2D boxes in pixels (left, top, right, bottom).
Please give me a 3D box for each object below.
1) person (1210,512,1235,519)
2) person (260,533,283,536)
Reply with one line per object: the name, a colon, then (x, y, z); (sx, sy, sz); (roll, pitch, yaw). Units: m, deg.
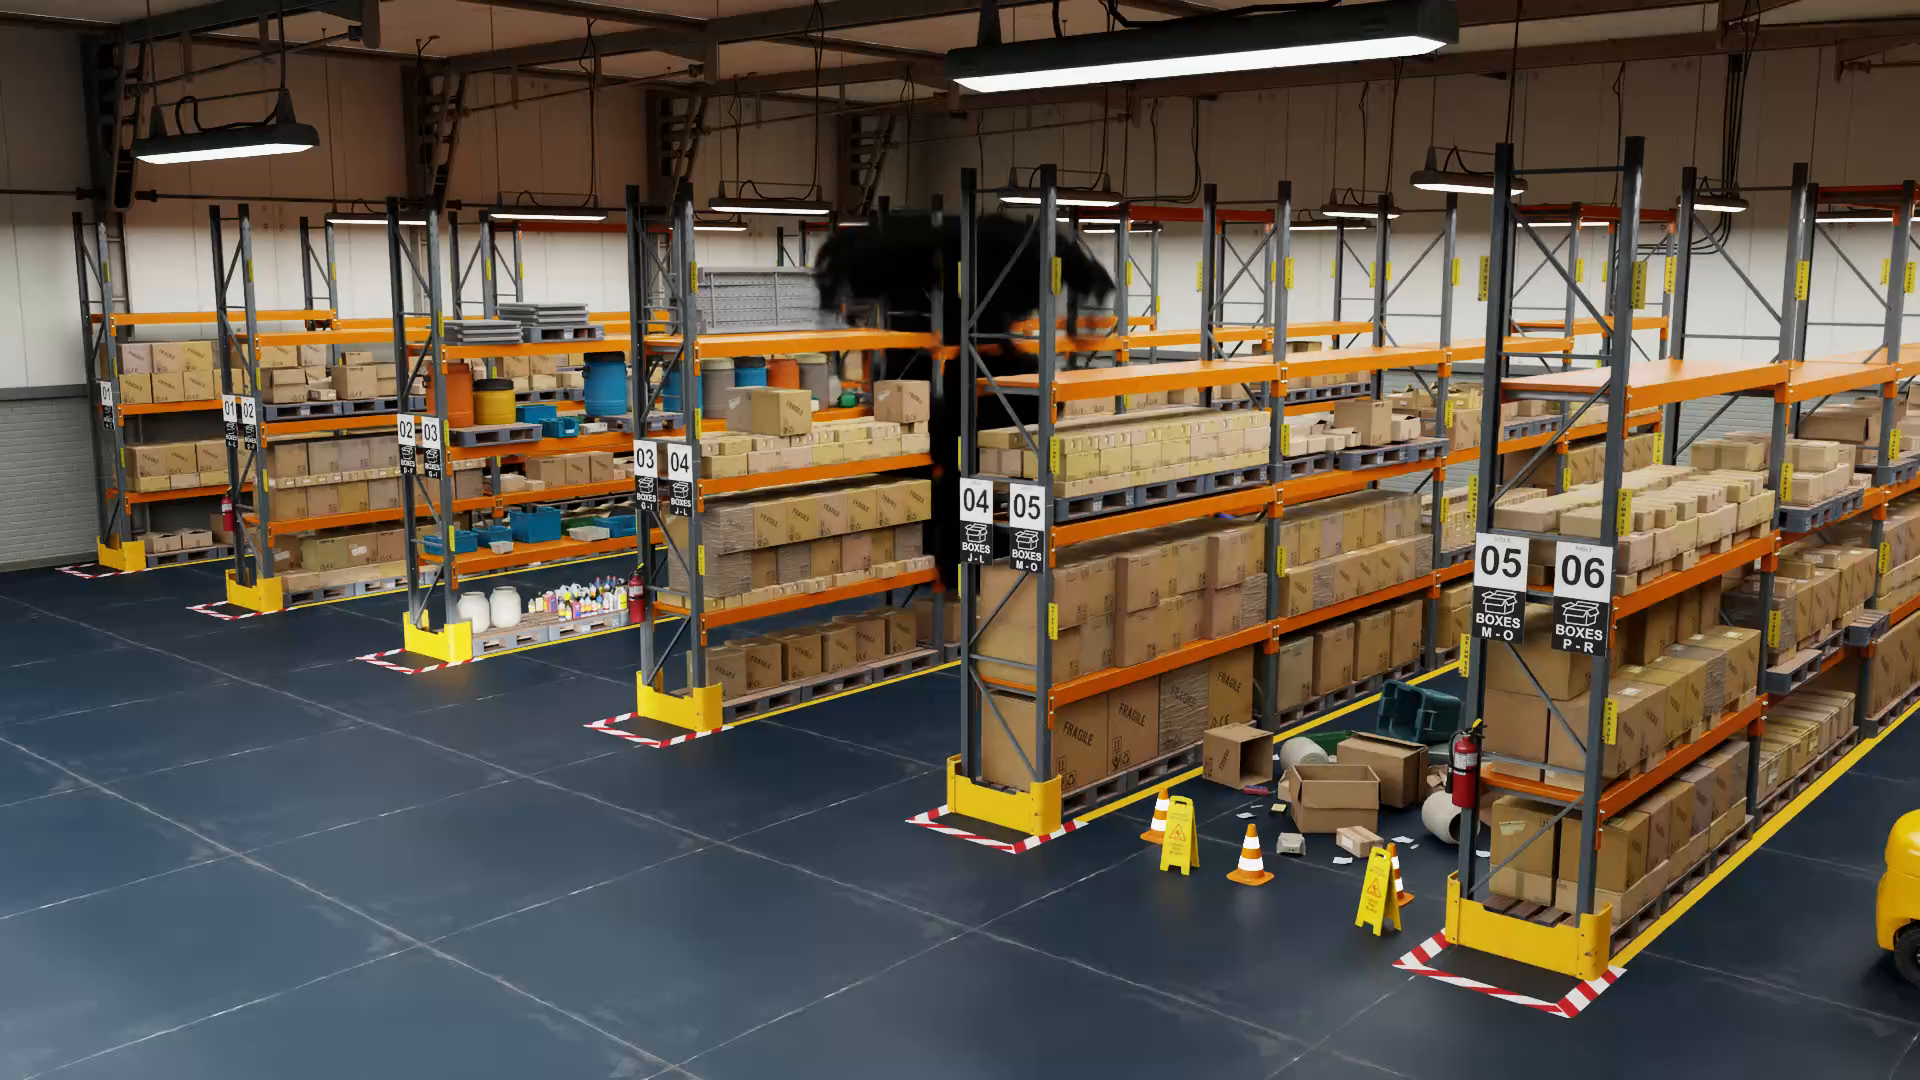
person: (3.812, 0.189, 24.314); (0.648, 1.561, 0.611); (-9, 13, -44)
person: (-11.140, -0.158, 26.973); (0.668, 1.733, 0.620); (6, 11, 32)
